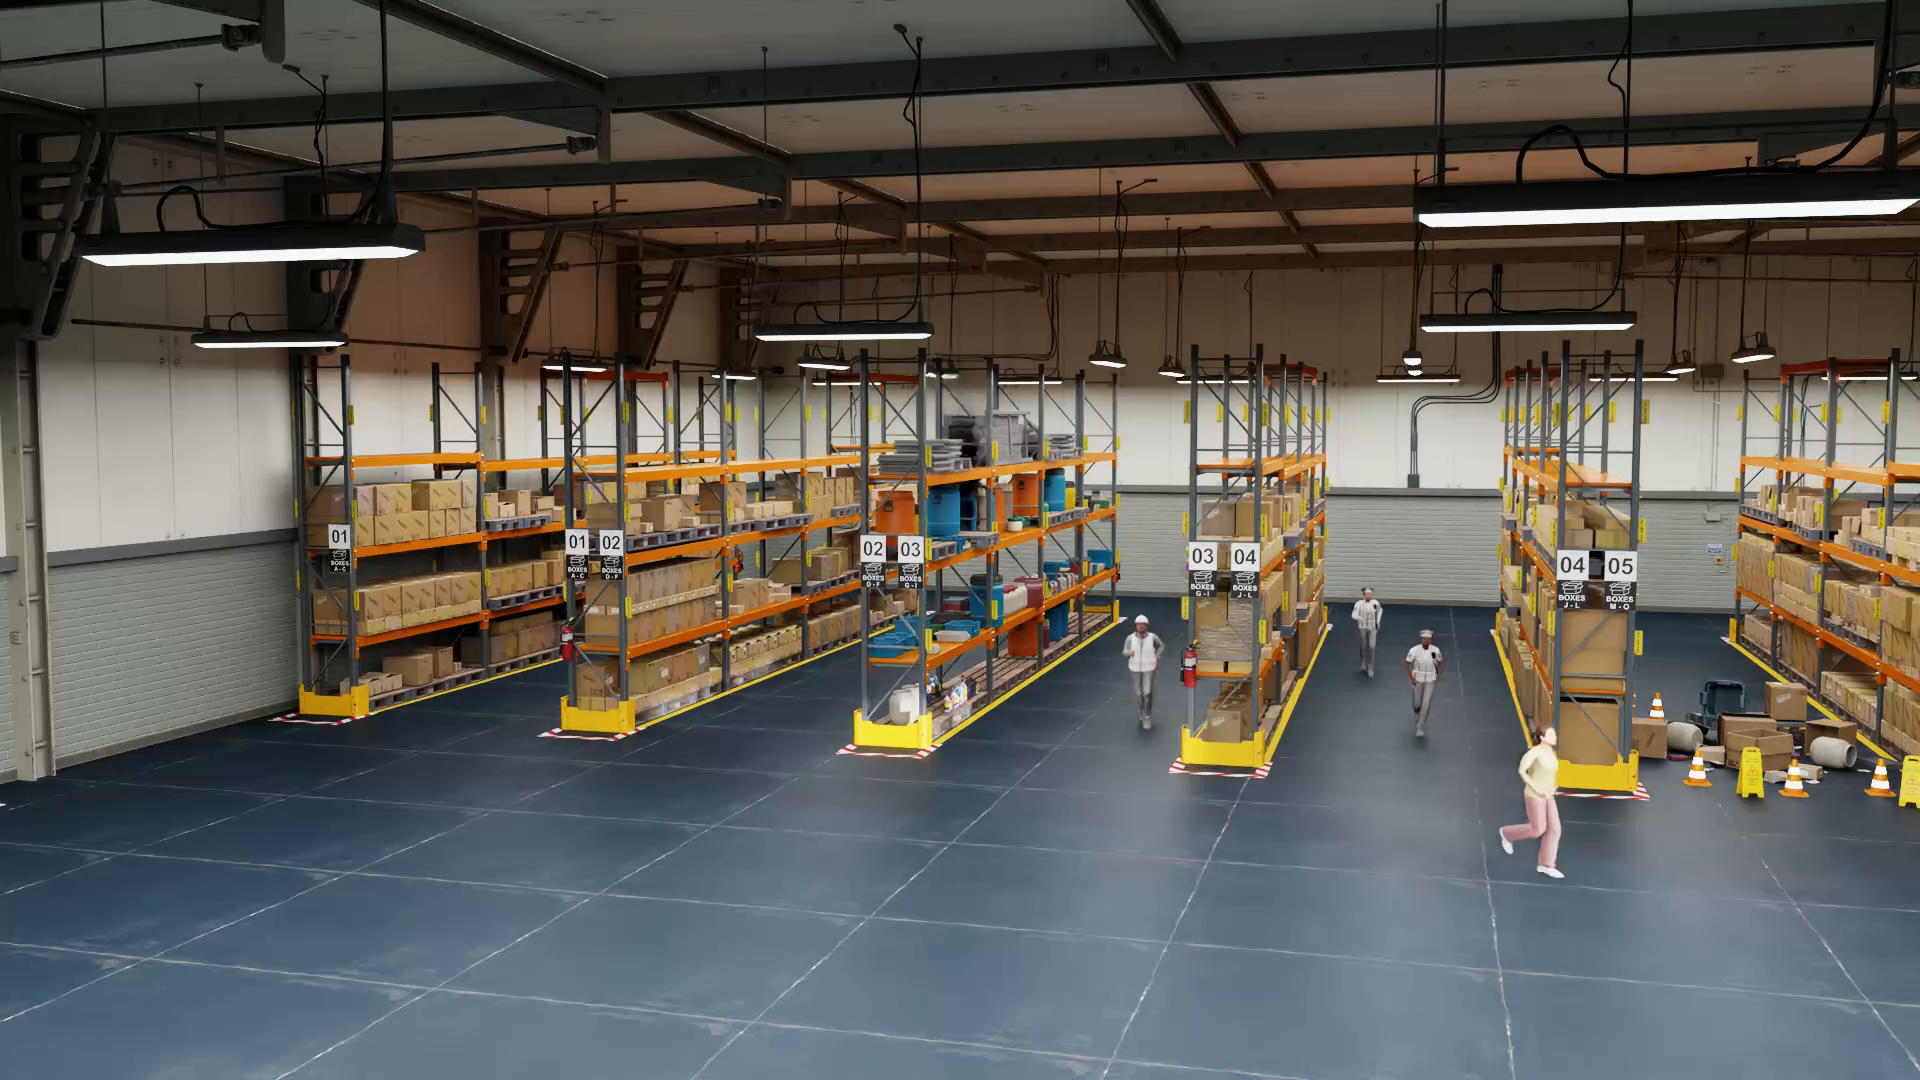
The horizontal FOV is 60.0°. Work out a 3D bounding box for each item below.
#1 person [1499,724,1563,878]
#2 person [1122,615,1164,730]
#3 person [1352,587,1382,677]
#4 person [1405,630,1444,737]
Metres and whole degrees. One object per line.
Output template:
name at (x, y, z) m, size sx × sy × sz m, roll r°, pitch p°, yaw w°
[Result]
person at (6.338, 2.829, 18.306) m, size 0.604 × 1.639 × 0.795 m, roll -4°, pitch 6°, yaw -41°
person at (2.933, 2.121, 26.750) m, size 0.638 × 1.835 × 0.777 m, roll 1°, pitch 4°, yaw 17°
person at (7.873, 1.743, 32.186) m, size 0.562 × 1.715 × 0.857 m, roll 1°, pitch 4°, yaw 15°
person at (7.318, 2.227, 26.219) m, size 0.599 × 1.661 × 0.696 m, roll 1°, pitch 4°, yaw 9°
